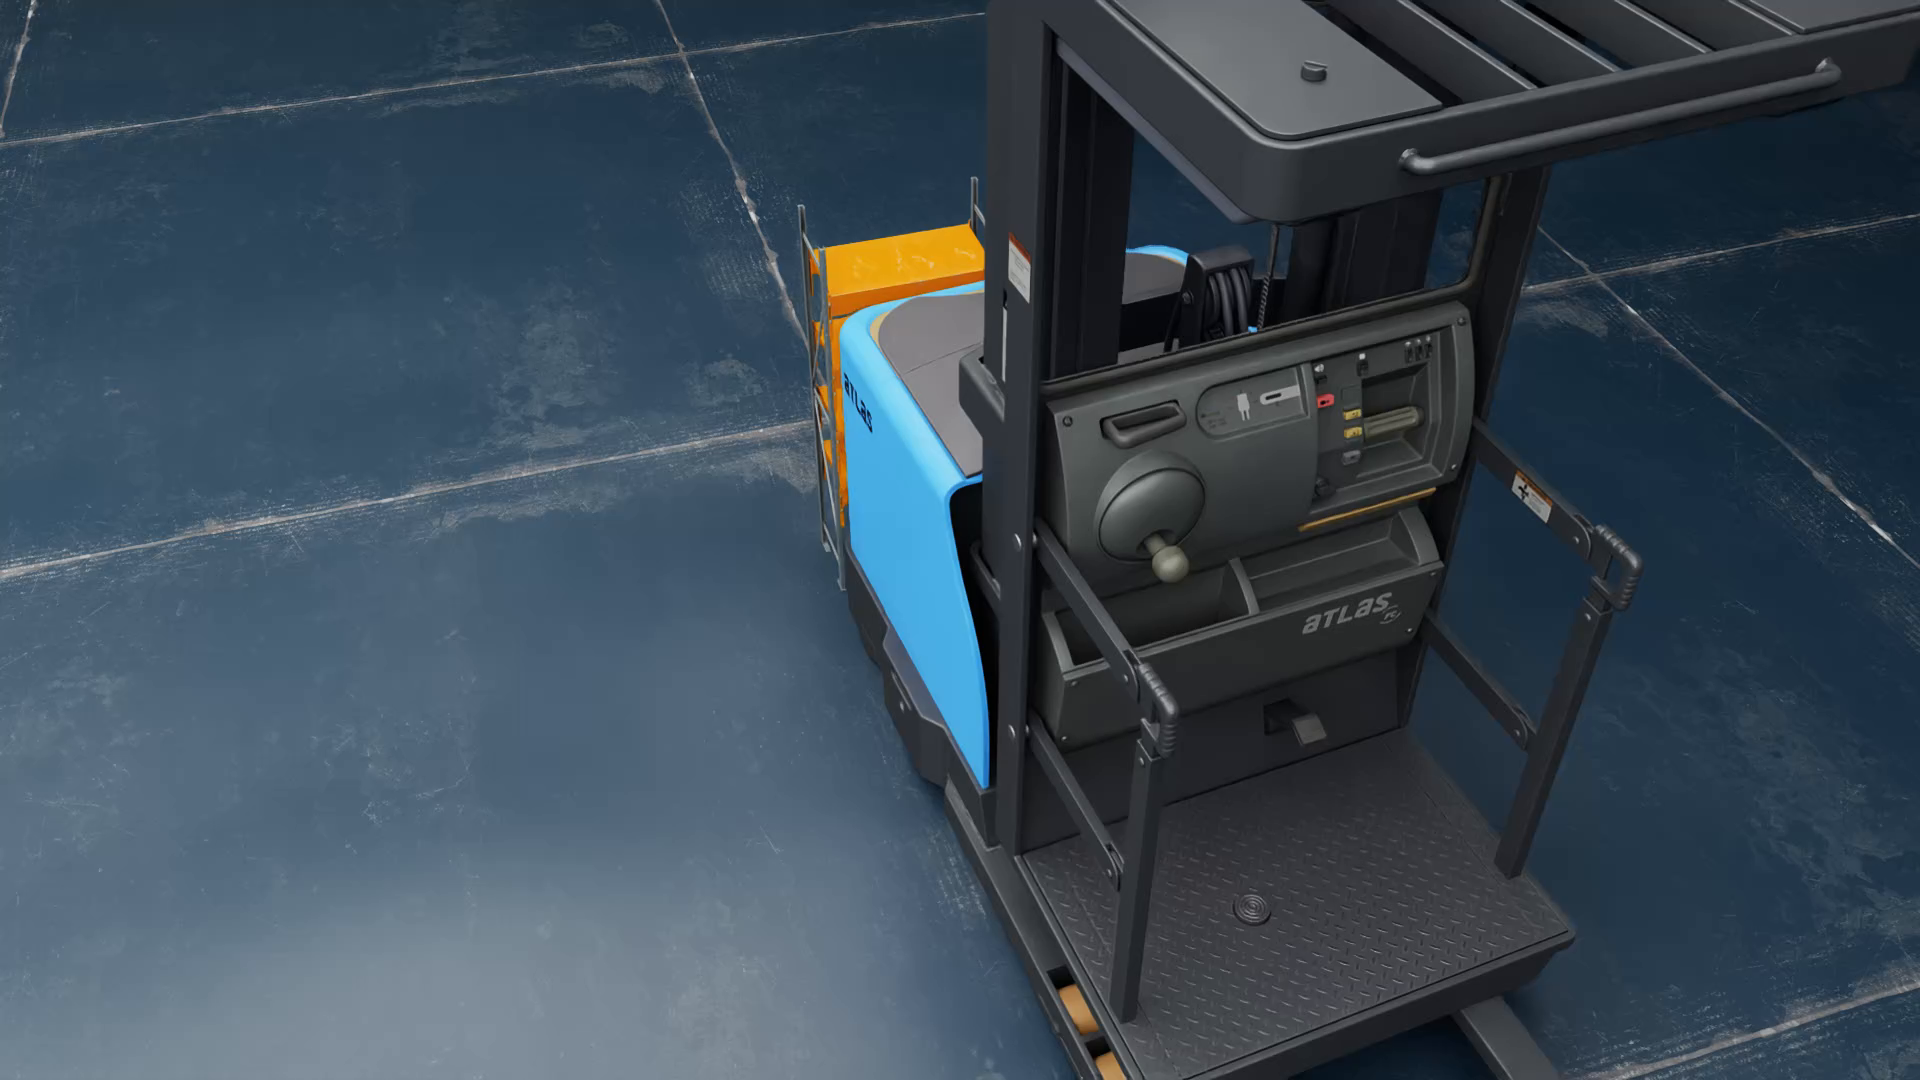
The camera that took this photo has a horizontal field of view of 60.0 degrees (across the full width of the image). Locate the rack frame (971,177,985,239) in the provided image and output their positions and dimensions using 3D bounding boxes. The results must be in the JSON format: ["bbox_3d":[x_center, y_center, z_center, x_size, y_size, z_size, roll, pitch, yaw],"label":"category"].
[{"bbox_3d":[0.073,-0.470,4.876,0.015,1.200,0.240,-12,43,-14],"label":"rack frame"}]

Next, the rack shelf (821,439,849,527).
[{"bbox_3d":[-0.159,-0.220,4.994,0.480,0.148,0.258,-12,43,-14],"label":"rack shelf"}]

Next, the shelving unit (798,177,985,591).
[{"bbox_3d":[-0.159,-0.420,4.819,0.503,1.200,0.258,-12,43,-14],"label":"shelving unit"}]

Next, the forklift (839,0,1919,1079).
[{"bbox_3d":[0.701,-0.110,3.149,1.130,2.935,3.031,-15,43,-17],"label":"forklift"}]

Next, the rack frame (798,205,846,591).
[{"bbox_3d":[-0.391,-0.370,4.761,0.015,1.200,0.240,-12,43,-14],"label":"rack frame"}]

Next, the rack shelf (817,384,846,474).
[{"bbox_3d":[-0.159,-0.370,4.863,0.480,0.148,0.258,-12,43,-14],"label":"rack shelf"}]

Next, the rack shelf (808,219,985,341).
[{"bbox_3d":[-0.158,-0.716,4.560,0.480,0.148,0.258,-12,43,-14],"label":"rack shelf"}]

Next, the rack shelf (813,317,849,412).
[{"bbox_3d":[-0.159,-0.538,4.715,0.480,0.148,0.258,-12,43,-14],"label":"rack shelf"}]
